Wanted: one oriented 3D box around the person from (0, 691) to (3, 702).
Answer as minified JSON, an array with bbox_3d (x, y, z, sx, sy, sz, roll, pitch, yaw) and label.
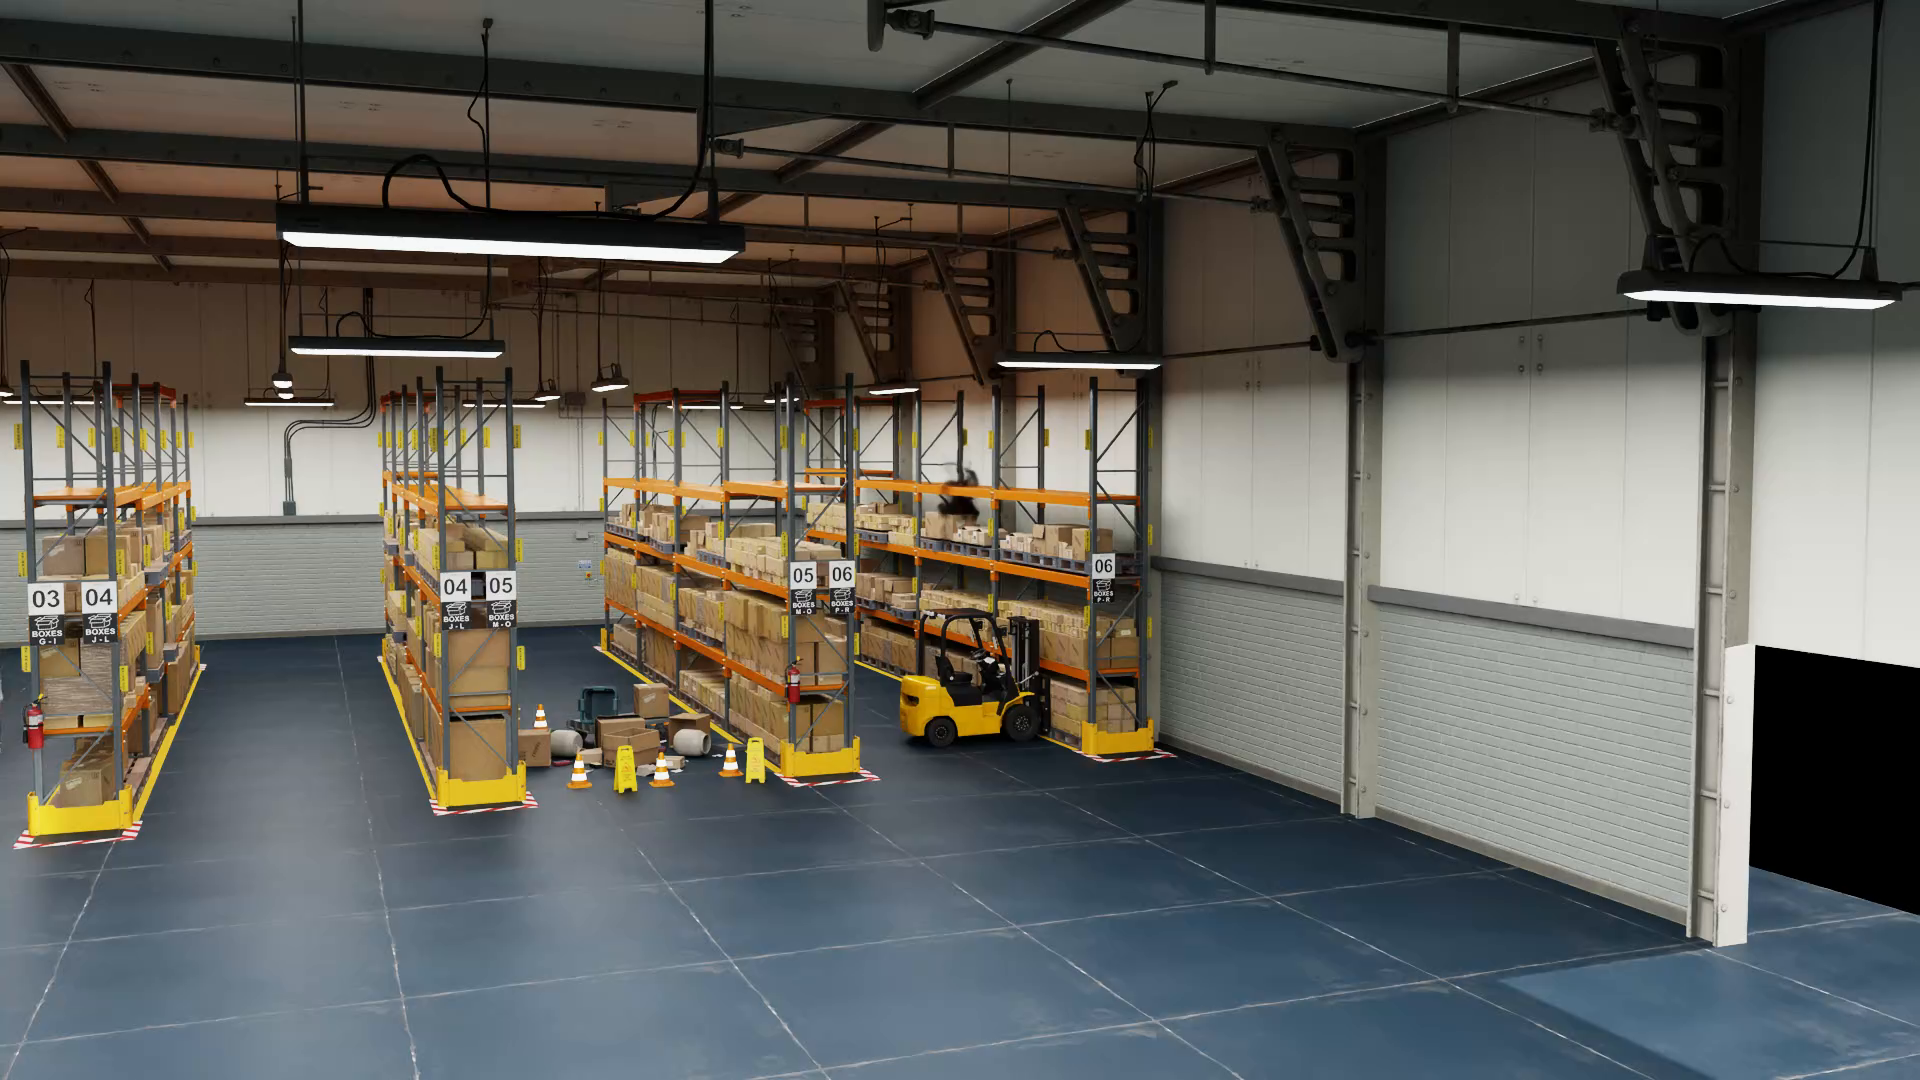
[{"bbox_3d":[-14.823,2.700,25.244,0.557,1.569,0.929,-1,4,-21],"label":"person"}]
